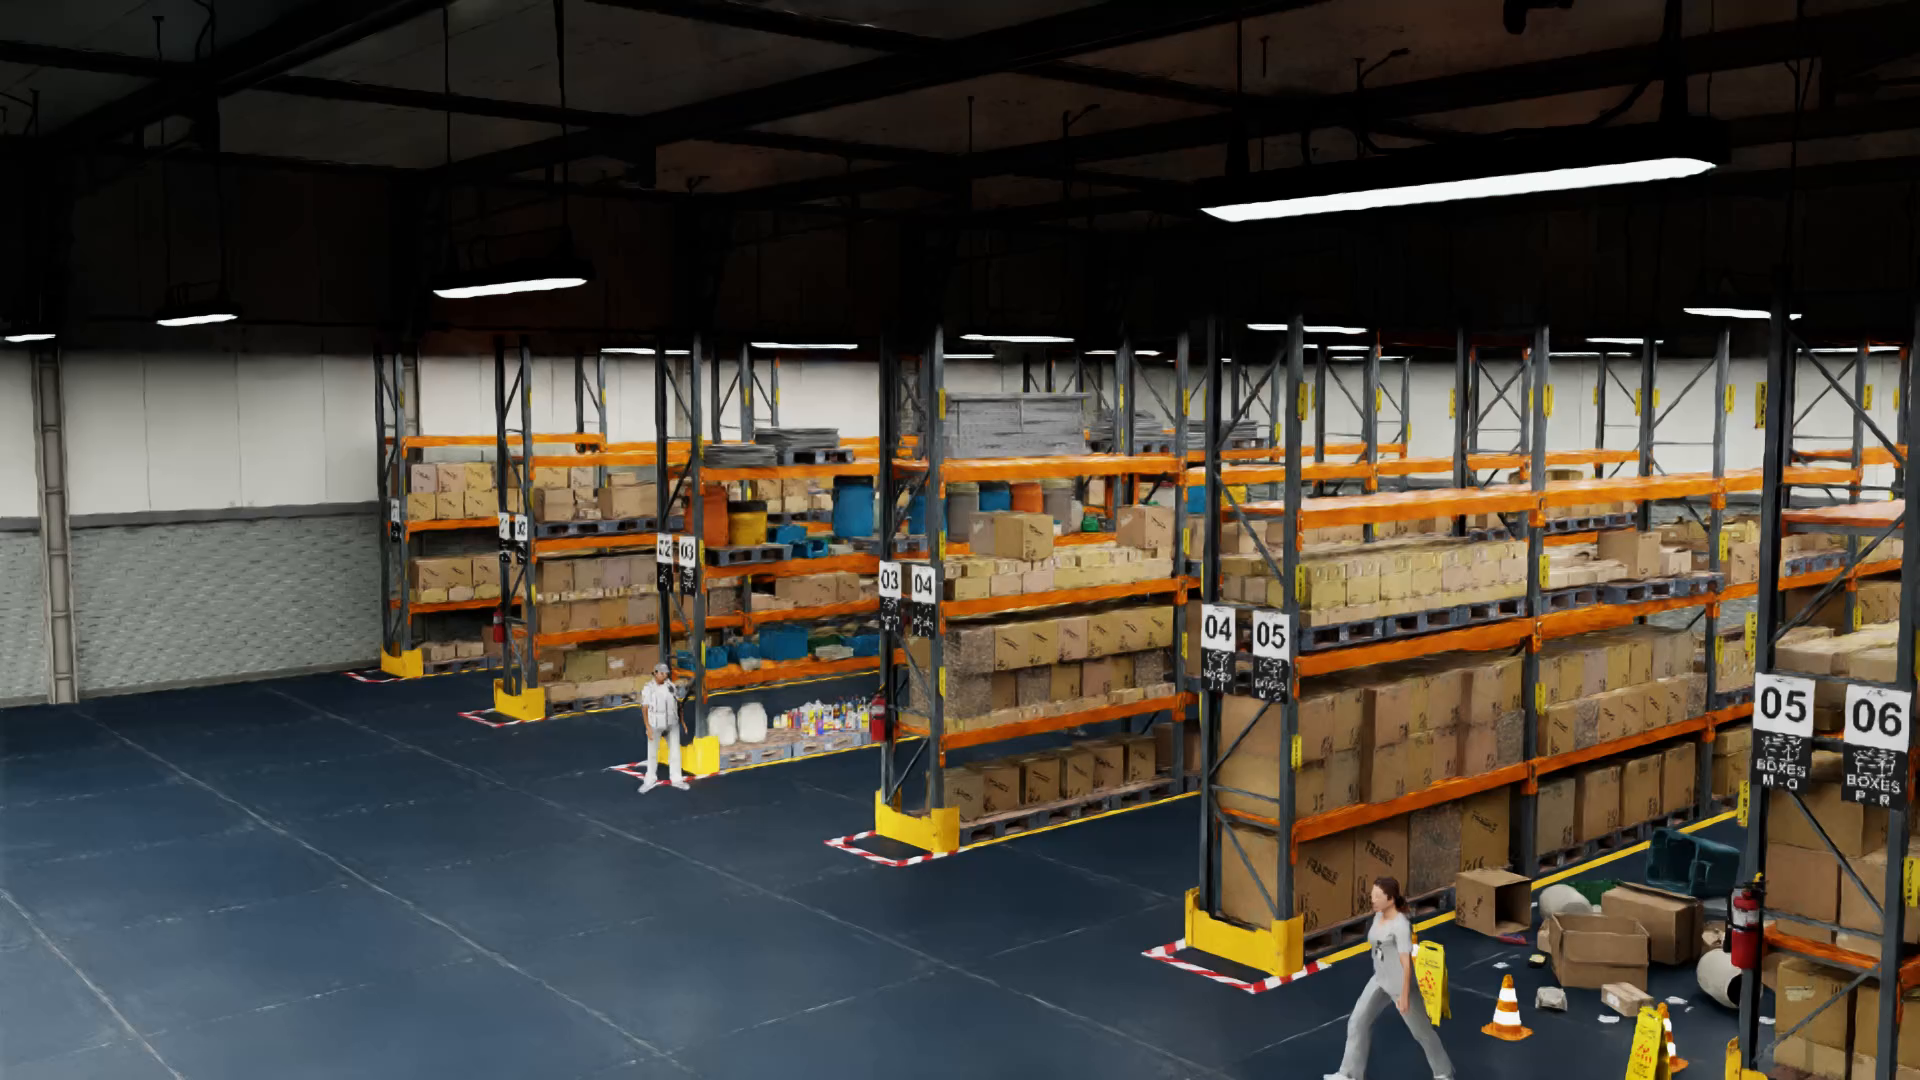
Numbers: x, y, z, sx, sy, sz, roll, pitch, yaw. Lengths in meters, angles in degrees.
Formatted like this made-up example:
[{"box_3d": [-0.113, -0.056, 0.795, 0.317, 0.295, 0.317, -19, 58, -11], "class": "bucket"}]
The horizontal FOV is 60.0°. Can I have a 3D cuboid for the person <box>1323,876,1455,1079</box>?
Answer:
[{"box_3d": [3.187, 3.255, 12.184, 0.957, 1.616, 0.487, -2, 5, -18], "class": "person"}]

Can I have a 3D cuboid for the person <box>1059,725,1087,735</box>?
[{"box_3d": [1.691, 2.077, 24.768, 0.423, 1.674, 0.507, 2, 6, 22], "class": "person"}]

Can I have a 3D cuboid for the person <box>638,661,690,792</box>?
[{"box_3d": [-3.824, 2.383, 21.339, 0.652, 1.665, 0.395, -3, 6, -29], "class": "person"}]
